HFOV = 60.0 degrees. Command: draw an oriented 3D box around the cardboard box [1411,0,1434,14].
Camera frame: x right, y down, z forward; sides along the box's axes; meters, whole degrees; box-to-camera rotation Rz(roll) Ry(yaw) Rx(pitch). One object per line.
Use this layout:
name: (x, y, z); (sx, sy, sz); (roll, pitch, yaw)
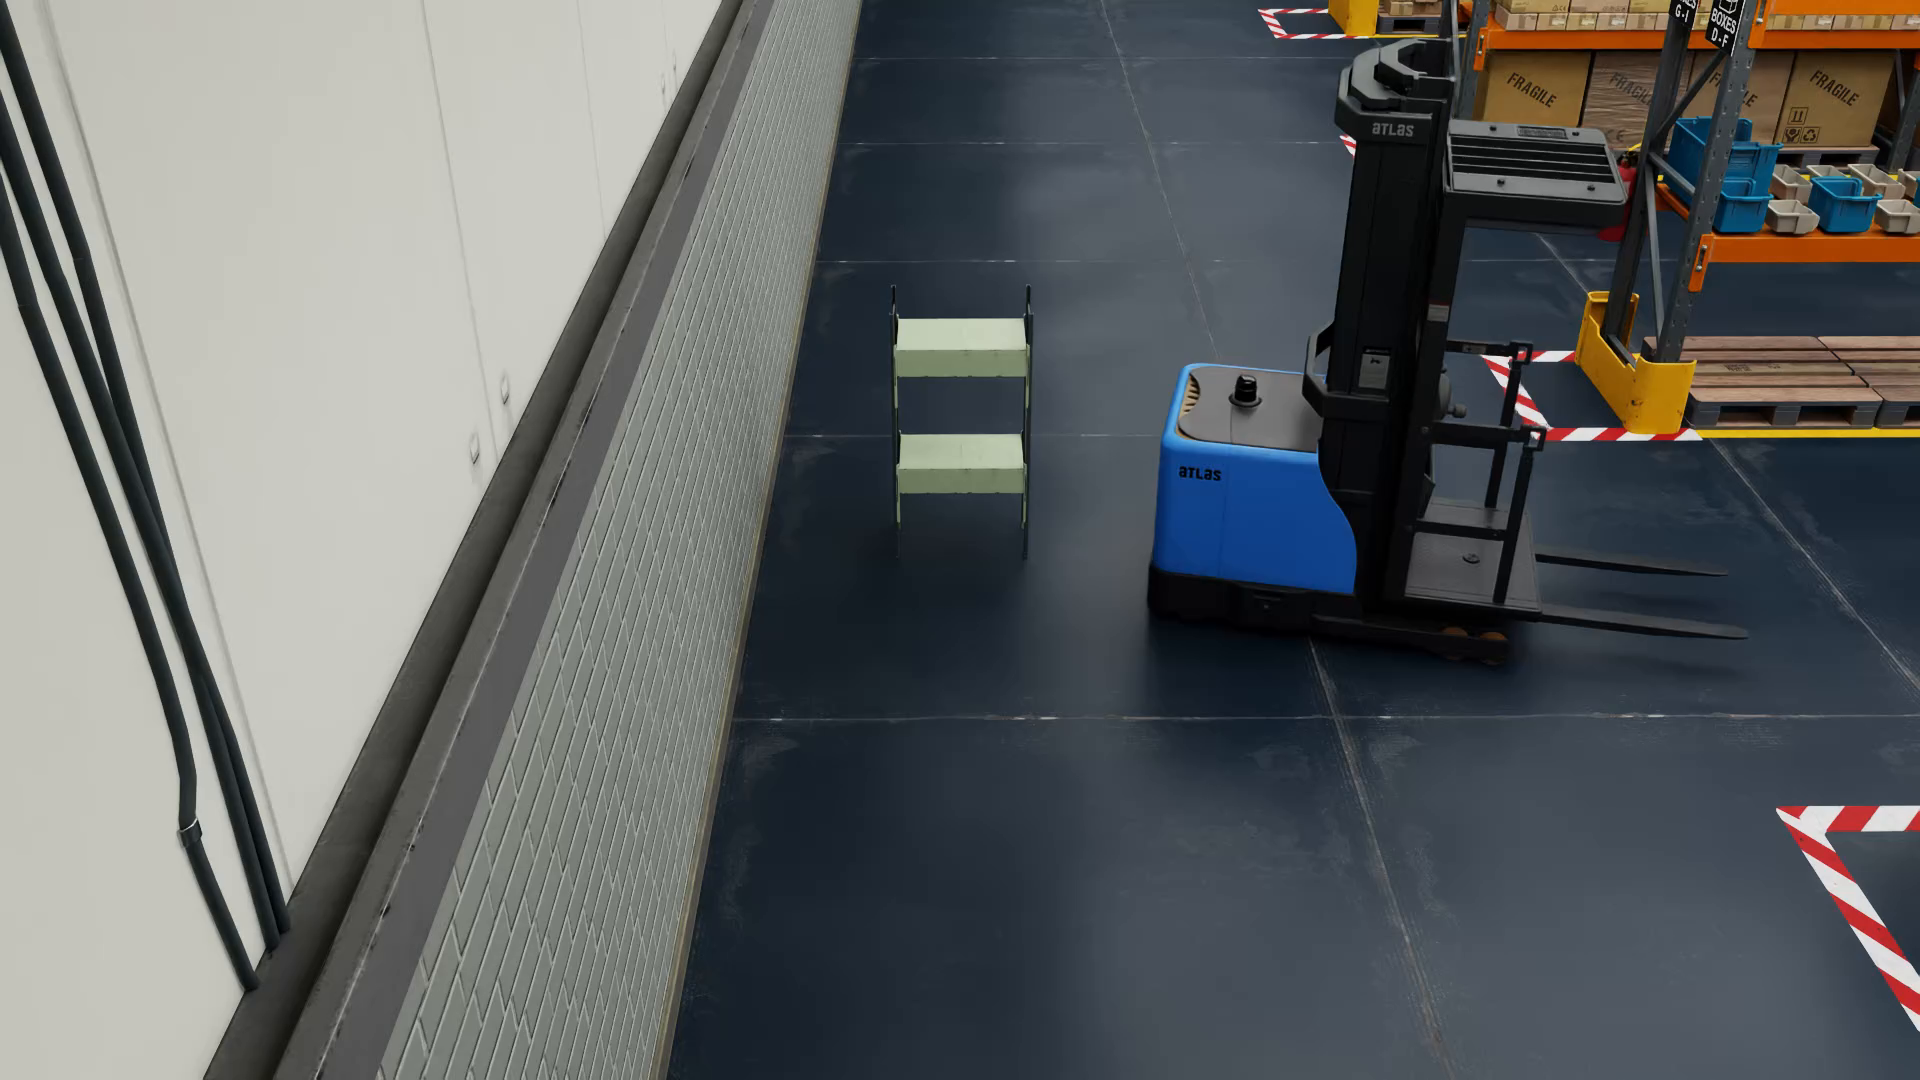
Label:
cardboard box: (5.354, -6.259, 19.406); (0.250, 0.149, 0.380); (0, 31, 0)

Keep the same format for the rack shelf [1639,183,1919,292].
rack shelf: (6.526, -1.976, 10.697); (4.000, 0.370, 1.077); (0, 31, 0)

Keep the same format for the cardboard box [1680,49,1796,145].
cardboard box: (6.935, -4.166, 15.258); (0.875, 0.875, 0.875); (0, 31, 0)

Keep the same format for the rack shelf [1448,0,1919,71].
rack shelf: (6.496, -4.545, 14.931); (4.000, 0.370, 1.077); (0, 31, 0)

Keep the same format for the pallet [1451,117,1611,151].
pallet: (5.295, -3.697, 15.529); (1.213, 0.211, 1.003); (0, 31, 0)

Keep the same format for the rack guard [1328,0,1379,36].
rack guard: (4.643, -6.351, 19.624); (0.348, 0.500, 1.175); (0, 31, 0)

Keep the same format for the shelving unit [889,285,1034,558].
shelving unit: (0.007, -0.641, 9.250); (0.755, 1.500, 0.431); (0, 31, 0)

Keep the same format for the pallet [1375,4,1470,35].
pallet: (5.456, -6.211, 19.673); (1.213, 0.211, 1.003); (0, 31, 0)

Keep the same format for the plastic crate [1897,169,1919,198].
plastic crate: (6.204, -2.304, 10.741); (0.250, 0.136, 0.298); (0, 31, 0)

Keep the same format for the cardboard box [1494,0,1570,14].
cardboard box: (4.978, -4.771, 14.468); (0.500, 0.250, 0.500); (-1, 31, -2)

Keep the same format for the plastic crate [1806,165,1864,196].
plastic crate: (5.630, -2.280, 10.701); (0.243, 0.136, 0.396); (0, 31, 0)

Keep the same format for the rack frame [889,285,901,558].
rack frame: (-0.359, -0.640, 9.248); (0.023, 1.500, 0.400); (0, 31, 0)

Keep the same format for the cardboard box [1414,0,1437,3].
cardboard box: (5.367, -6.347, 19.265); (0.250, 0.149, 0.380); (0, 31, -1)

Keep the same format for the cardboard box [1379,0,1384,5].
cardboard box: (5.092, -6.490, 19.787); (0.250, 0.149, 0.380); (0, 31, 1)

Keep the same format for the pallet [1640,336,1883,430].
pallet: (5.351, -1.067, 11.195); (1.213, 0.211, 1.003); (0, 31, 0)

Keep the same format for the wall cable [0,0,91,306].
wall cable: (-1.089, -2.105, 2.559); (0.112, 2.526, 3.097); (0, 31, 0)

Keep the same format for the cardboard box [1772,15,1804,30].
cardboard box: (7.164, -4.577, 14.533); (0.250, 0.149, 0.380); (0, 31, 1)

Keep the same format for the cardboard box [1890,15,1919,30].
cardboard box: (8.193, -4.580, 14.539); (0.250, 0.149, 0.380); (0, 31, 0)

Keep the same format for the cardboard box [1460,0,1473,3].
cardboard box: (5.868, -6.338, 19.251); (0.250, 0.149, 0.380); (1, 31, 1)

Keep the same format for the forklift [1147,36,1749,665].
forklift: (2.582, -0.914, 8.319); (3.031, 2.935, 1.130); (7, 32, 11)

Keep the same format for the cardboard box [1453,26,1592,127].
cardboard box: (5.136, -4.161, 15.248); (0.875, 0.875, 0.875); (0, 31, 0)

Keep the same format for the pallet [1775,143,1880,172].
pallet: (7.735, -3.705, 15.541); (1.213, 0.211, 1.003); (0, 31, 0)

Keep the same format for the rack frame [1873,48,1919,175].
rack frame: (8.496, -4.859, 14.755); (0.127, 3.000, 1.000); (0, 31, 0)

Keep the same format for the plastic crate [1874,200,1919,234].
plastic crate: (5.774, -1.980, 10.207); (0.298, 0.136, 0.250); (0, 31, 0)

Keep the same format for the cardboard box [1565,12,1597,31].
cardboard box: (5.366, -4.571, 14.524); (0.250, 0.149, 0.380); (-1, 31, -1)

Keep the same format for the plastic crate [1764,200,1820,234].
plastic crate: (5.096, -1.978, 10.204); (0.298, 0.136, 0.250); (0, 31, 0)

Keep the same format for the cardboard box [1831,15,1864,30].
cardboard box: (7.679, -4.579, 14.536); (0.250, 0.149, 0.380); (-1, 31, -1)

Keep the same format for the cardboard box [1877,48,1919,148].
cardboard box: (9.136, -4.142, 15.218); (0.875, 0.875, 1.225); (0, 31, 0)

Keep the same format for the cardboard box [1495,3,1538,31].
cardboard box: (4.853, -4.569, 14.519); (0.250, 0.149, 0.380); (0, 31, 0)

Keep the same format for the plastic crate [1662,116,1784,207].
plastic crate: (4.860, -2.416, 10.637); (0.499, 0.435, 0.616); (0, 31, 0)

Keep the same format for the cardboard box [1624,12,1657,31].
cardboard box: (5.881, -4.573, 14.526); (0.250, 0.149, 0.380); (-1, 31, -1)

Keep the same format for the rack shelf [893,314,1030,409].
rack shelf: (0.007, -0.975, 9.048); (0.720, 0.370, 0.431); (0, 31, 0)

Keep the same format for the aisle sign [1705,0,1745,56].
aisle sign: (4.456, -3.234, 9.571); (0.004, 0.787, 0.394); (0, 31, 0)

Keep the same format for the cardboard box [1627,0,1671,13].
cardboard box: (6.000, -4.775, 14.476); (0.500, 0.250, 0.500); (-1, 31, -2)

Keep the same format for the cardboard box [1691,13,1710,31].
cardboard box: (6.391, -4.574, 14.529); (0.250, 0.149, 0.380); (-1, 31, -2)
